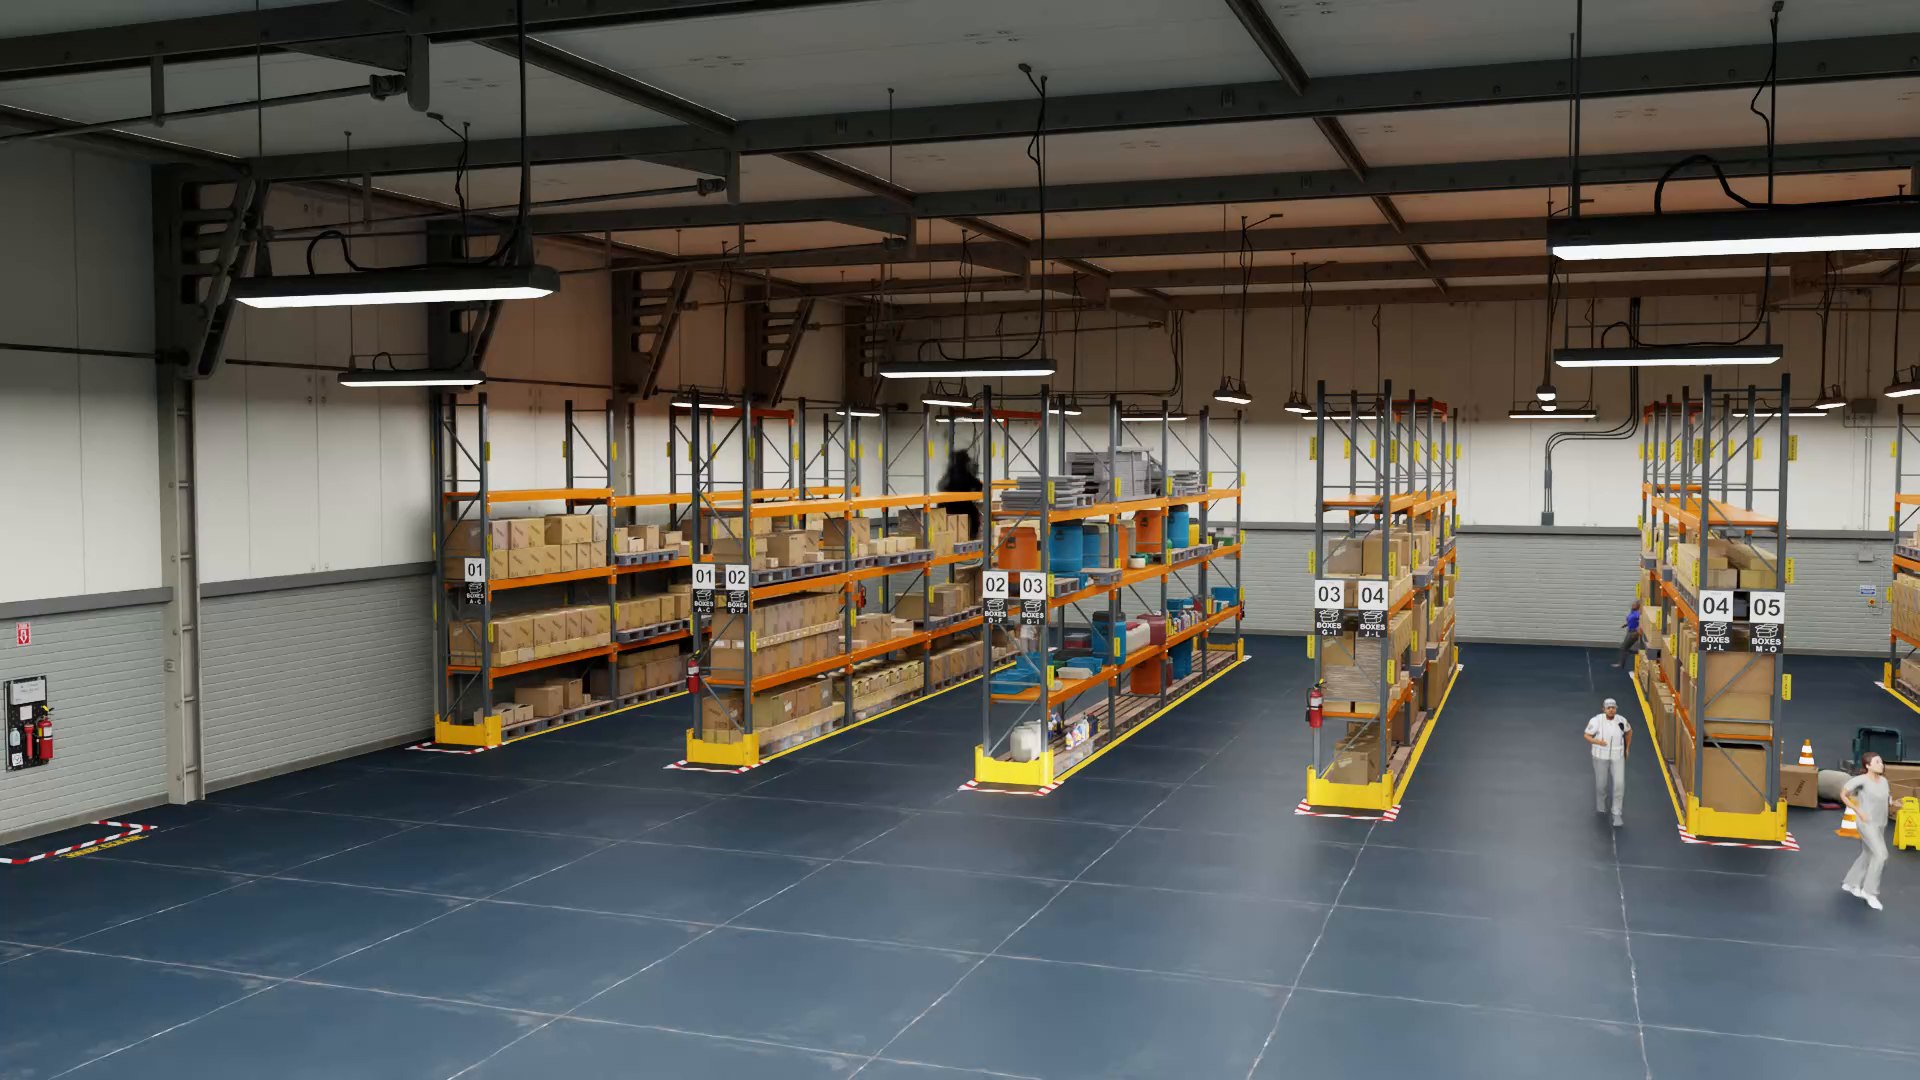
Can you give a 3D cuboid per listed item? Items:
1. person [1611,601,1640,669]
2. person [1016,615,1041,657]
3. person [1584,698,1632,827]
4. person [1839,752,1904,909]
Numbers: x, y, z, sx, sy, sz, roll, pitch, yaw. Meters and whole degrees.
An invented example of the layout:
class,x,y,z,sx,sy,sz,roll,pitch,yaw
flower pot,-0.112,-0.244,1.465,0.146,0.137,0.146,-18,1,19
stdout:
class,x,y,z,sx,sy,sz,roll,pitch,yaw
person,15.337,2.173,37.995,0.793,1.598,0.645,1,3,14
person,1.431,2.036,34.659,0.573,1.663,0.516,1,3,13
person,8.793,2.983,22.606,0.594,1.680,0.900,1,3,15
person,10.092,3.198,18.412,0.558,1.714,0.671,-1,3,-25
